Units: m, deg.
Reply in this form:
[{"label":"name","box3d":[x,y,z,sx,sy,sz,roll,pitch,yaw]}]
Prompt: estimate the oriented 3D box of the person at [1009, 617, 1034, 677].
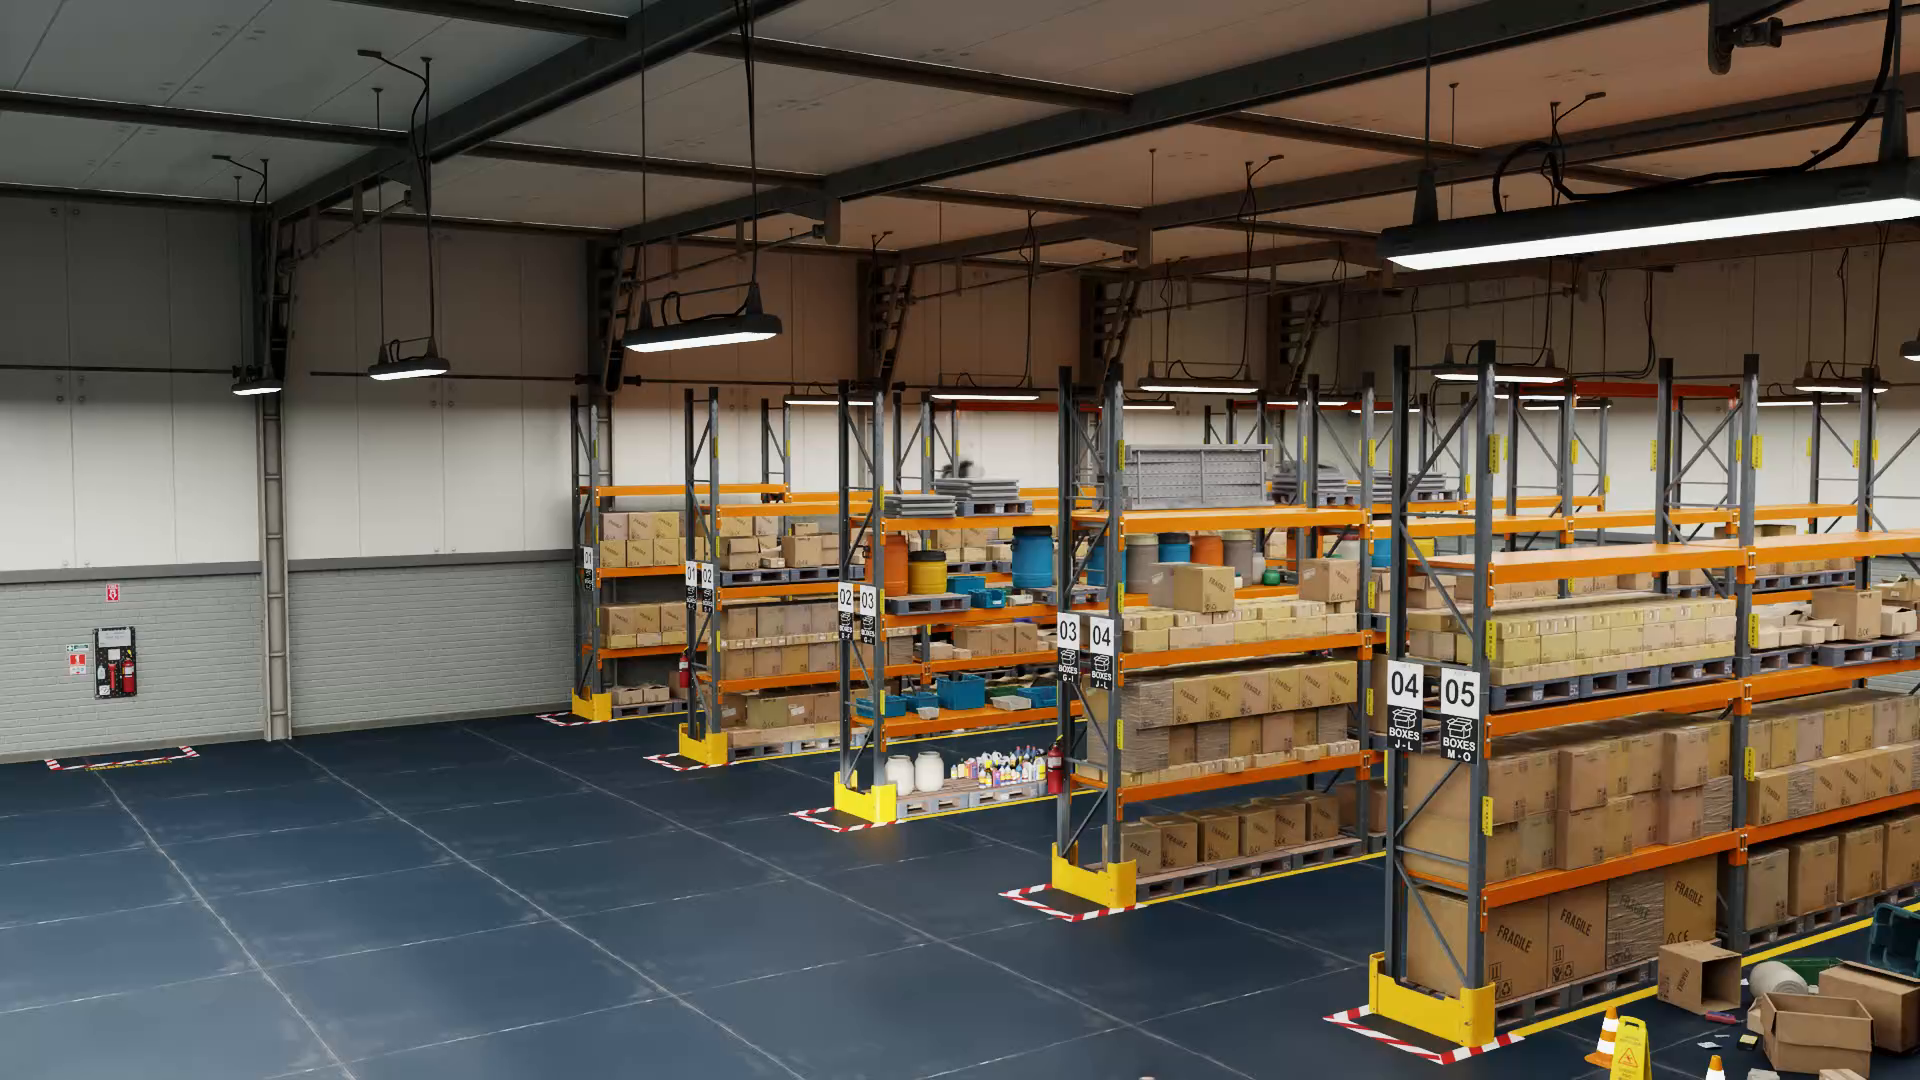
[{"label":"person","box3d":[1.145,2.079,33.187,0.683,1.637,0.602,-2,4,-32]}]
